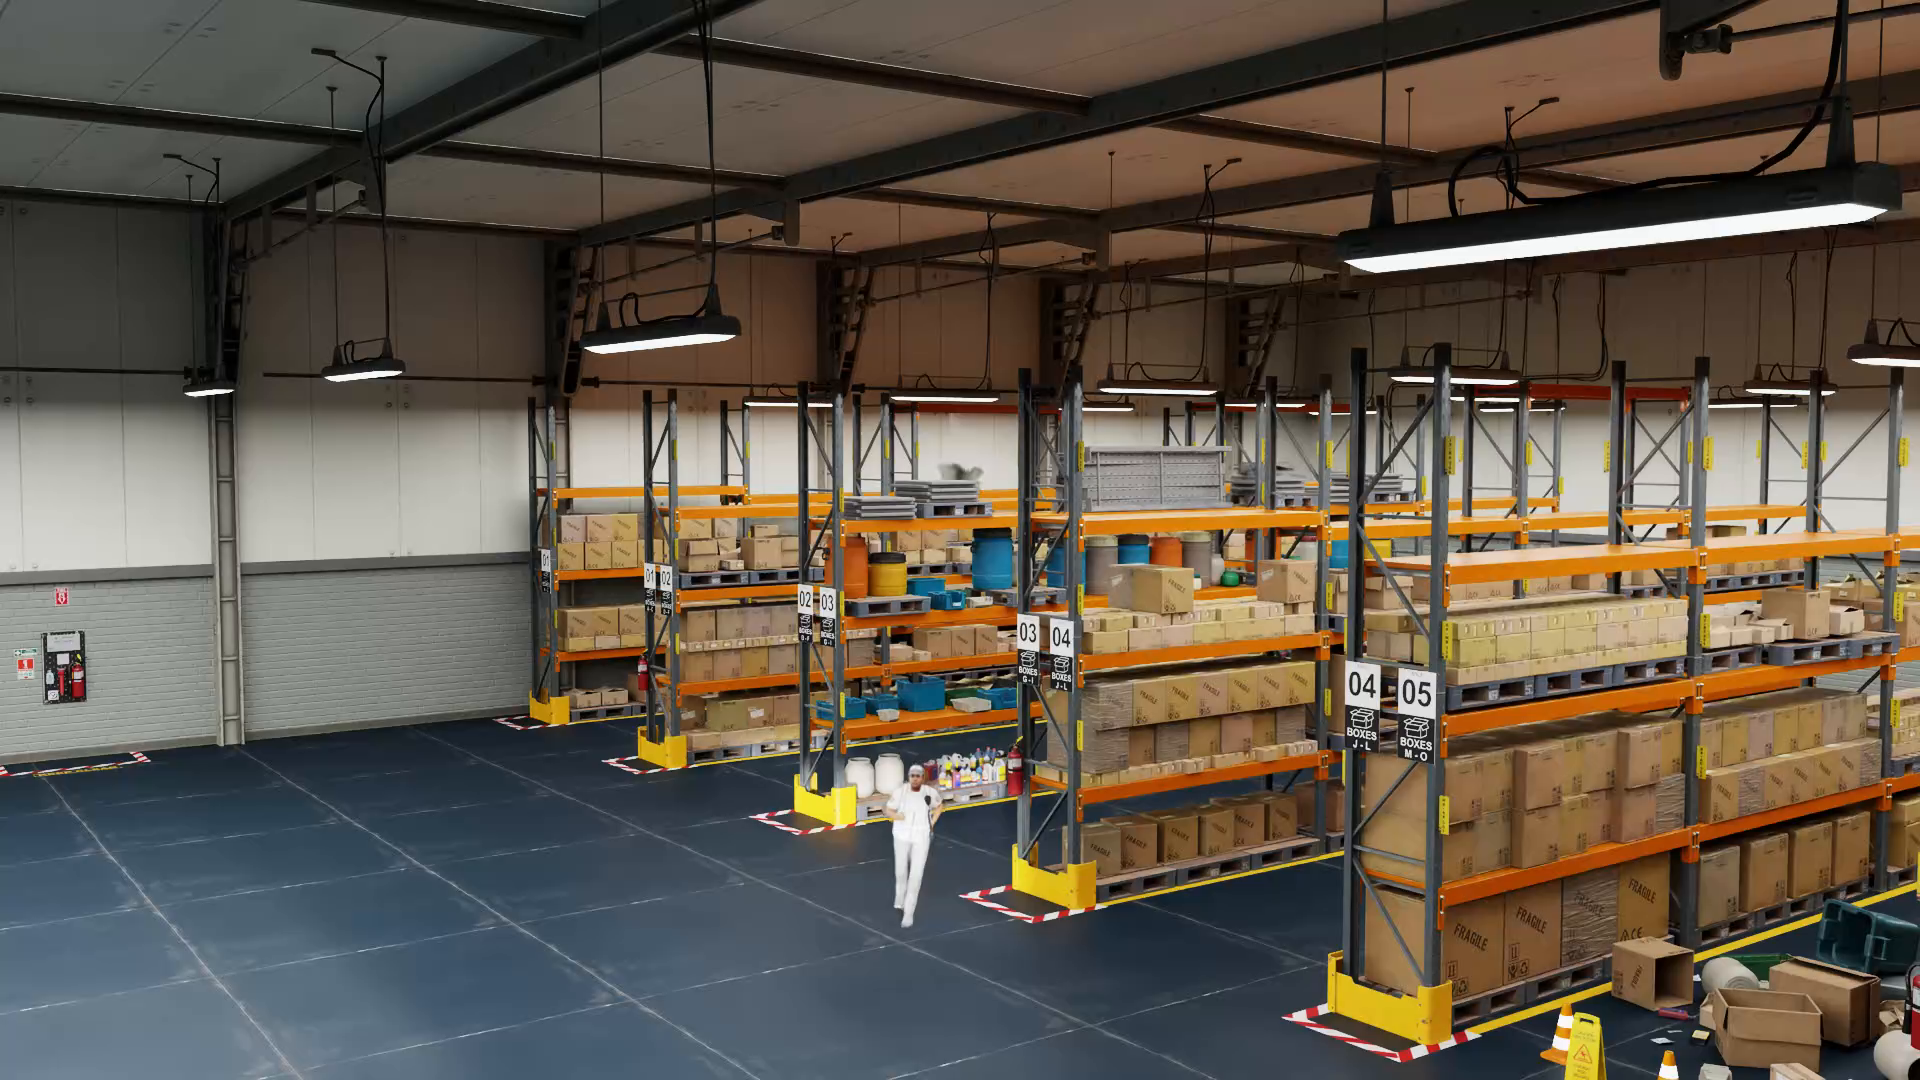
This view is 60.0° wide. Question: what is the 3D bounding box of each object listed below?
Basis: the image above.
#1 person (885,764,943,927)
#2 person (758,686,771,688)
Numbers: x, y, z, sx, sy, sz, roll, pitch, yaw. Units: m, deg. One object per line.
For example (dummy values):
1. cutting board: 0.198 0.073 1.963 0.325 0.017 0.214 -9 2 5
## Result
1. person: -0.503 3.274 18.047 0.611 1.711 0.787 0 3 4
2. person: -3.508 2.567 29.746 0.845 1.768 0.692 -3 4 -38
